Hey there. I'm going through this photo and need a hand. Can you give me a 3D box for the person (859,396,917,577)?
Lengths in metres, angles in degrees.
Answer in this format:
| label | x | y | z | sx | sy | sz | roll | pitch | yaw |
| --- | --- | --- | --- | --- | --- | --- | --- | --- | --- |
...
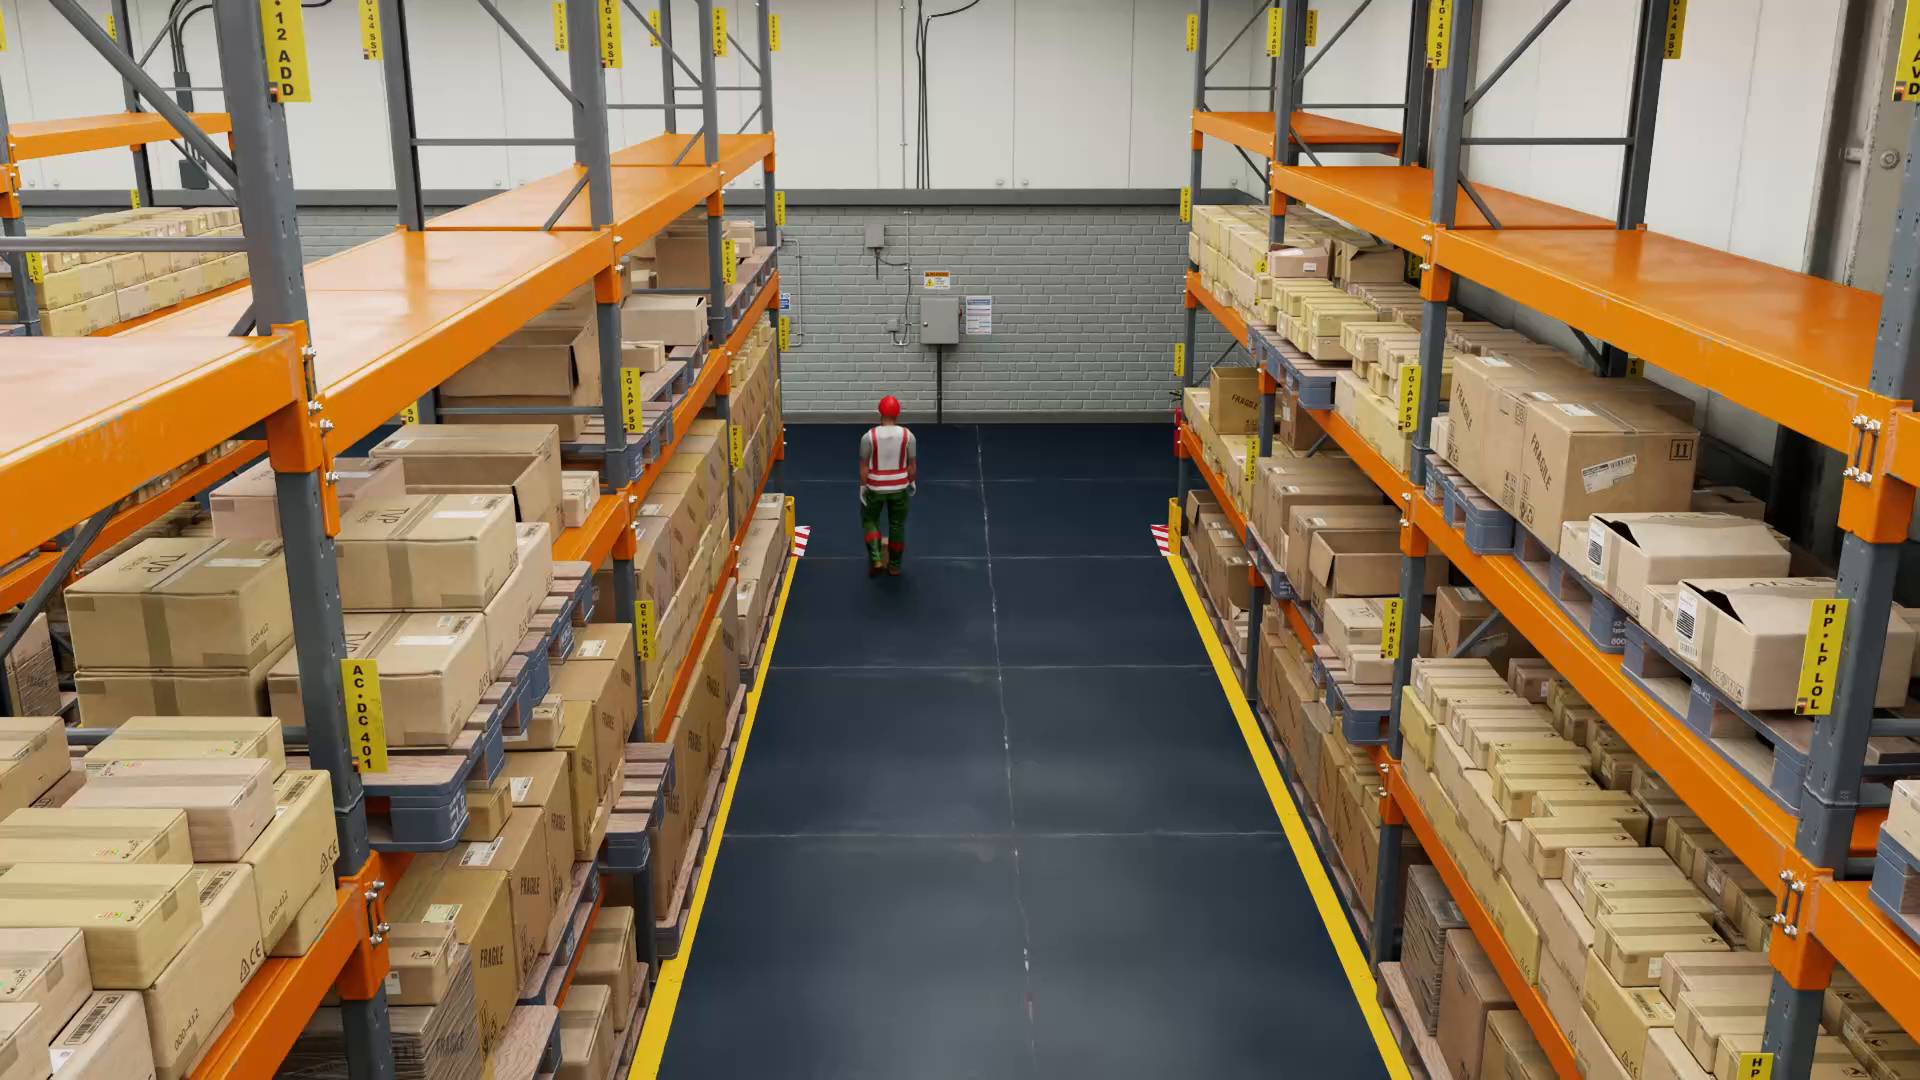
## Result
| label | x | y | z | sx | sy | sz | roll | pitch | yaw |
| --- | --- | --- | --- | --- | --- | --- | --- | --- | --- |
| person | -0.684 | -0.503 | 15.687 | 0.558 | 1.783 | 0.640 | -3 | 17 | -9 |
